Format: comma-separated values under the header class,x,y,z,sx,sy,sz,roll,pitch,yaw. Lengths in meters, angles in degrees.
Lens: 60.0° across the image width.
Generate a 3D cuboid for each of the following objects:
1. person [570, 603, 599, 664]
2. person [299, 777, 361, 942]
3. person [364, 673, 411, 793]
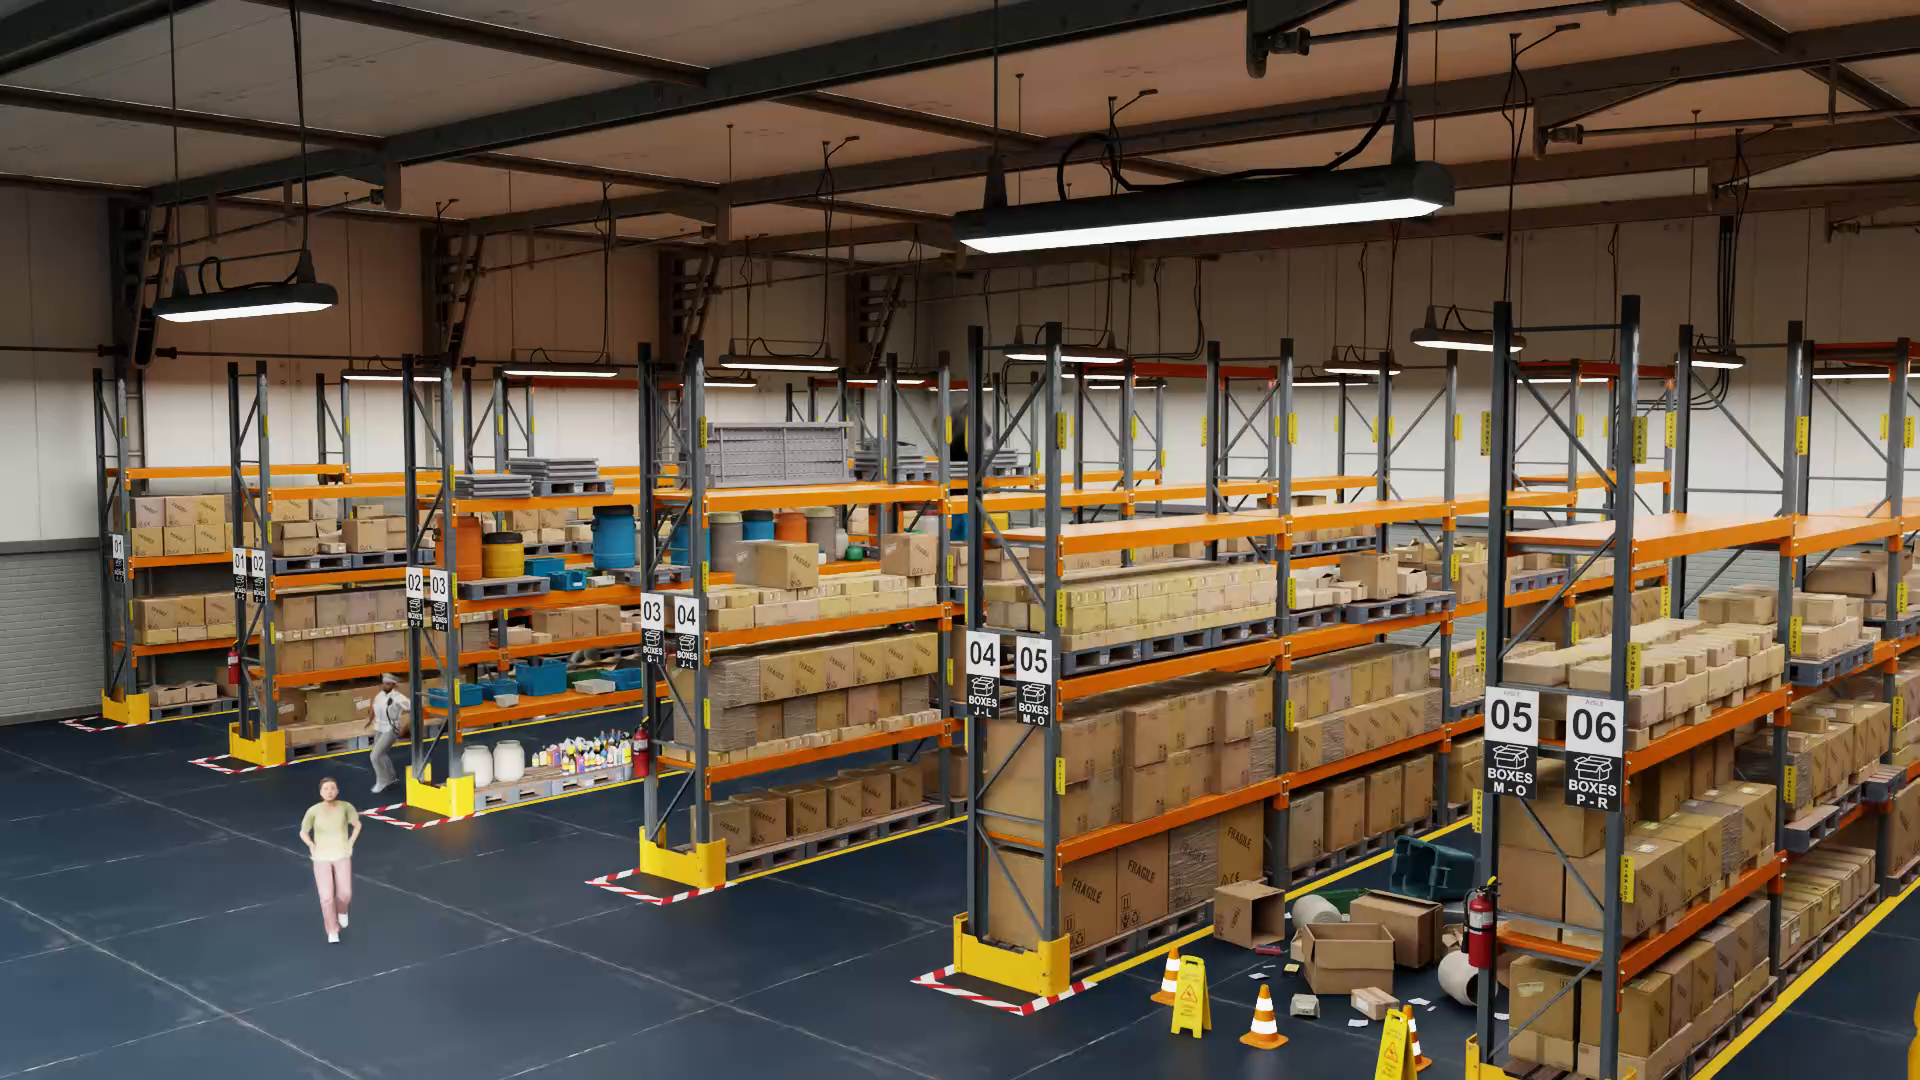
class,x,y,z,sx,sy,sz,roll,pitch,yaw
person,-7.060,2.032,31.518,0.593,1.650,0.663,-4,6,-44
person,-6.211,3.142,16.430,0.577,1.620,0.562,-2,5,-21
person,-7.906,2.658,22.965,0.651,1.684,0.647,2,5,30
